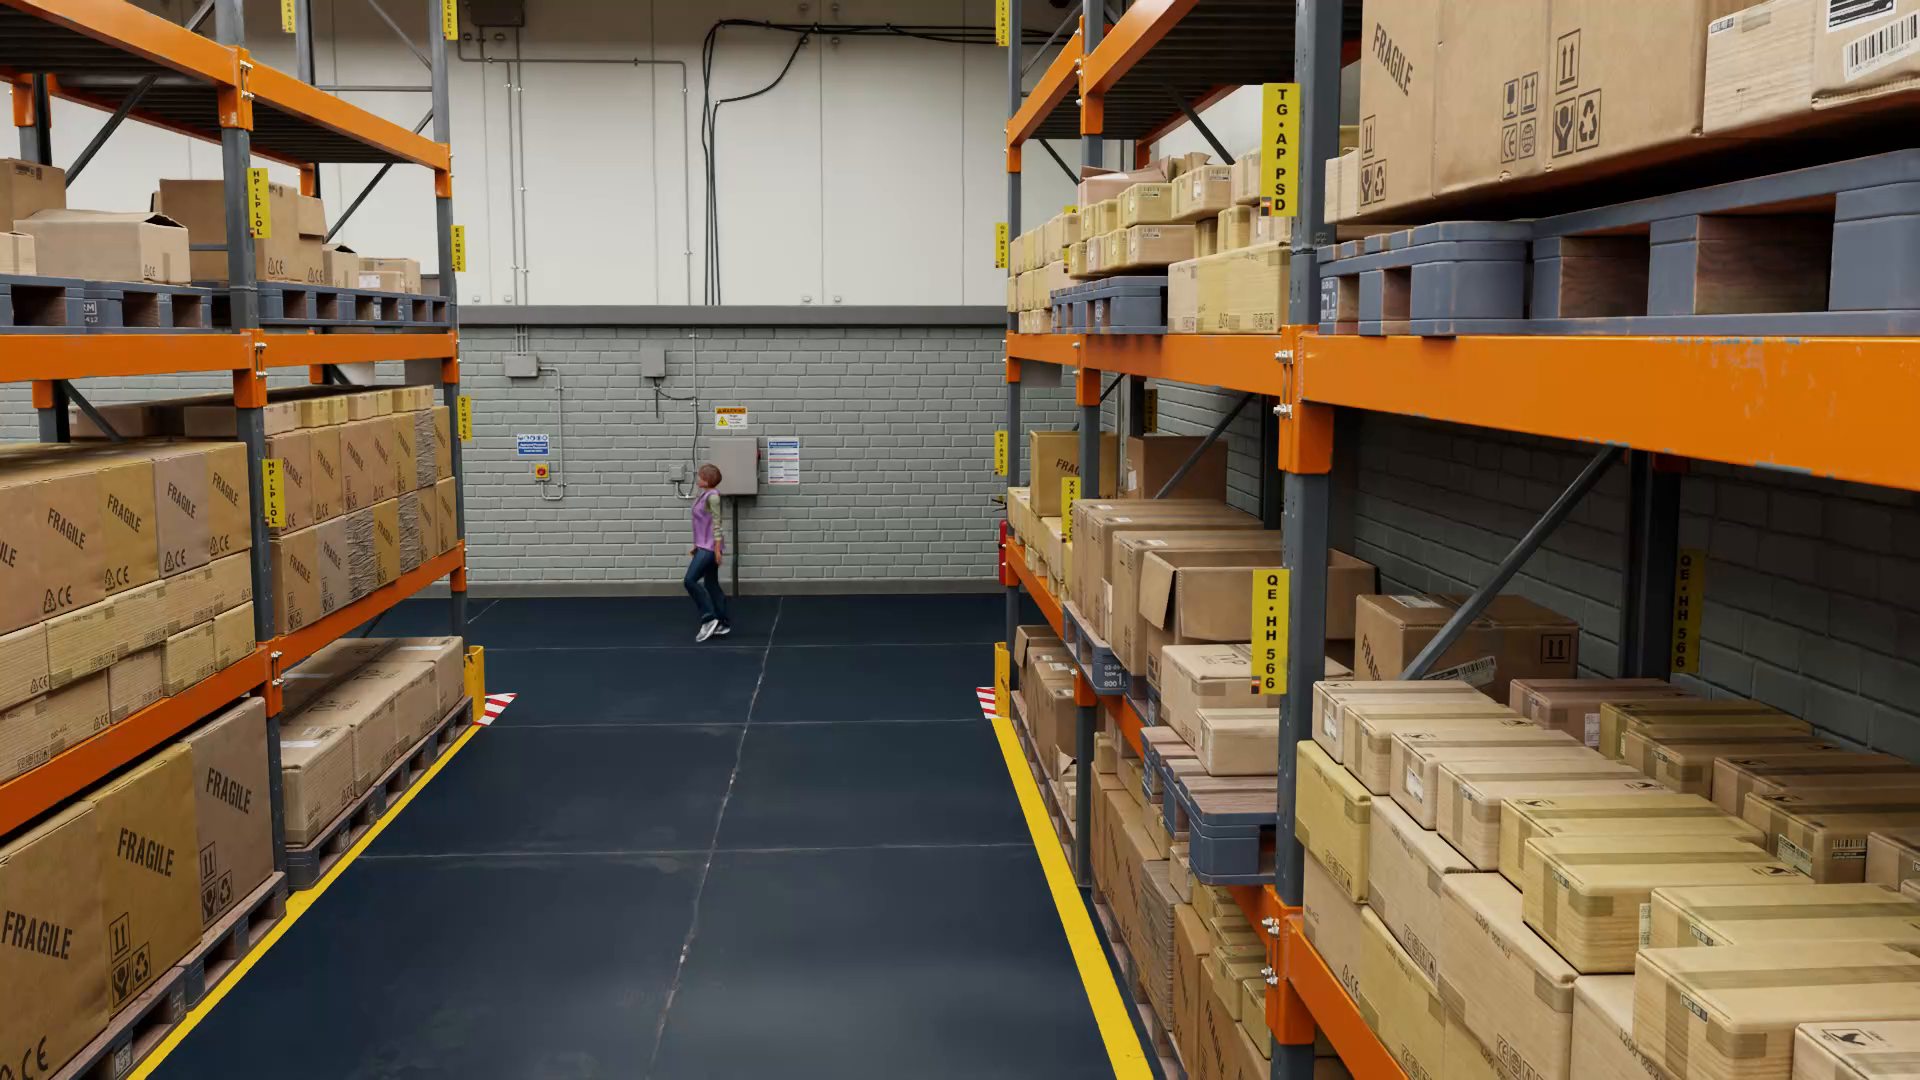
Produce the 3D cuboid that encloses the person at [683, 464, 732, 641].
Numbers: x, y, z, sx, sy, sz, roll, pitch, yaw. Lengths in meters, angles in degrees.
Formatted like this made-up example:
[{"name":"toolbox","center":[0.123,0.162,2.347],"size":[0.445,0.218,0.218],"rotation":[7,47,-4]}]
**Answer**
[{"name":"person","center":[-2.341,0.113,15.345],"size":[0.451,1.631,0.415],"rotation":[-2,7,-14]}]
